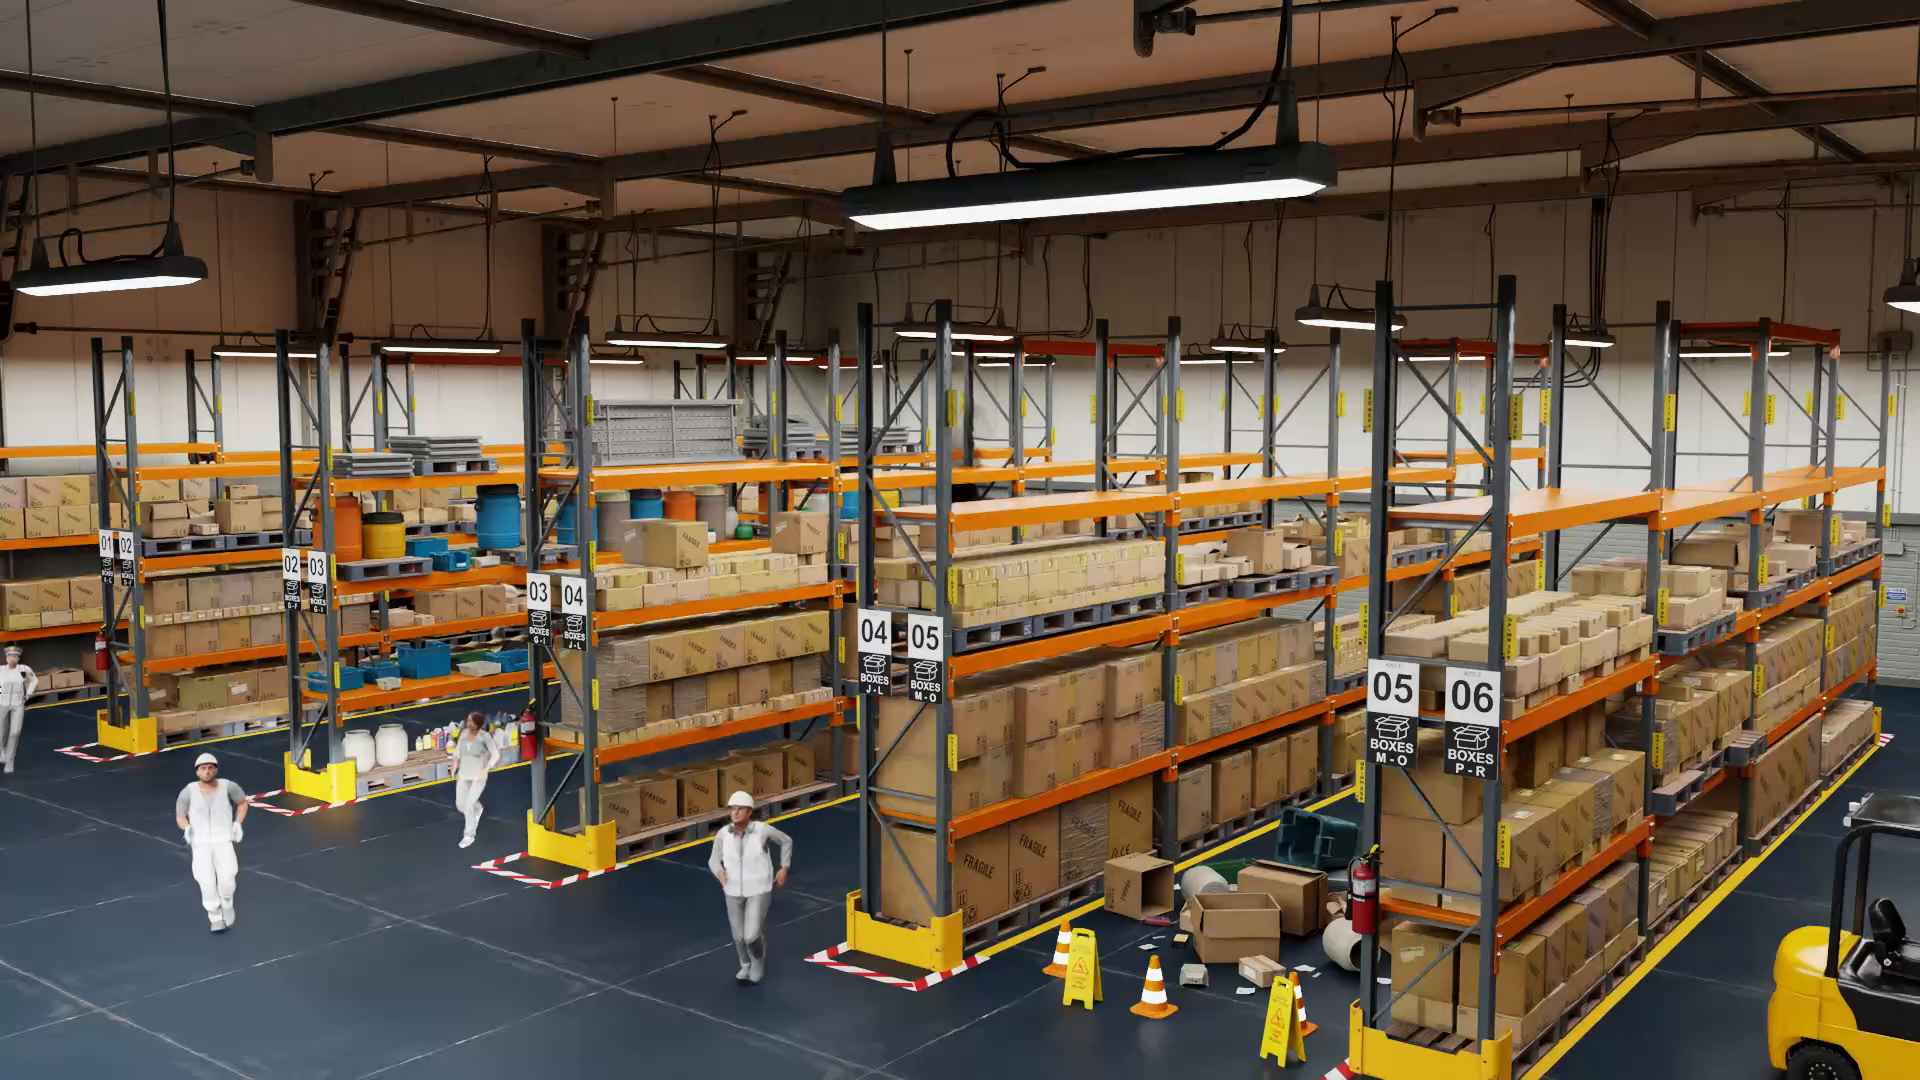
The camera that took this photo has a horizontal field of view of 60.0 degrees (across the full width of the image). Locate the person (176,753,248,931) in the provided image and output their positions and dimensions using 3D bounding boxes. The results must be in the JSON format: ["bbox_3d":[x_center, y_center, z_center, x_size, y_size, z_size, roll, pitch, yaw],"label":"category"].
[{"bbox_3d":[-7.132,2.902,15.868,0.628,1.740,0.574,-2,5,-21],"label":"person"}]

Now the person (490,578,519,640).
[{"bbox_3d":[-8.841,1.515,31.893,0.654,1.823,0.854,3,6,34],"label":"person"}]

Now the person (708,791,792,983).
[{"bbox_3d":[-1.835,3.030,14.409,0.676,1.726,0.797,1,5,10],"label":"person"}]

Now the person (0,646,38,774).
[{"bbox_3d":[-13.127,2.318,23.042,0.621,1.736,0.817,-2,6,-25],"label":"person"}]

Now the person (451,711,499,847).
[{"bbox_3d":[-5.577,2.733,19.238,0.563,1.560,0.587,1,5,12],"label":"person"}]
